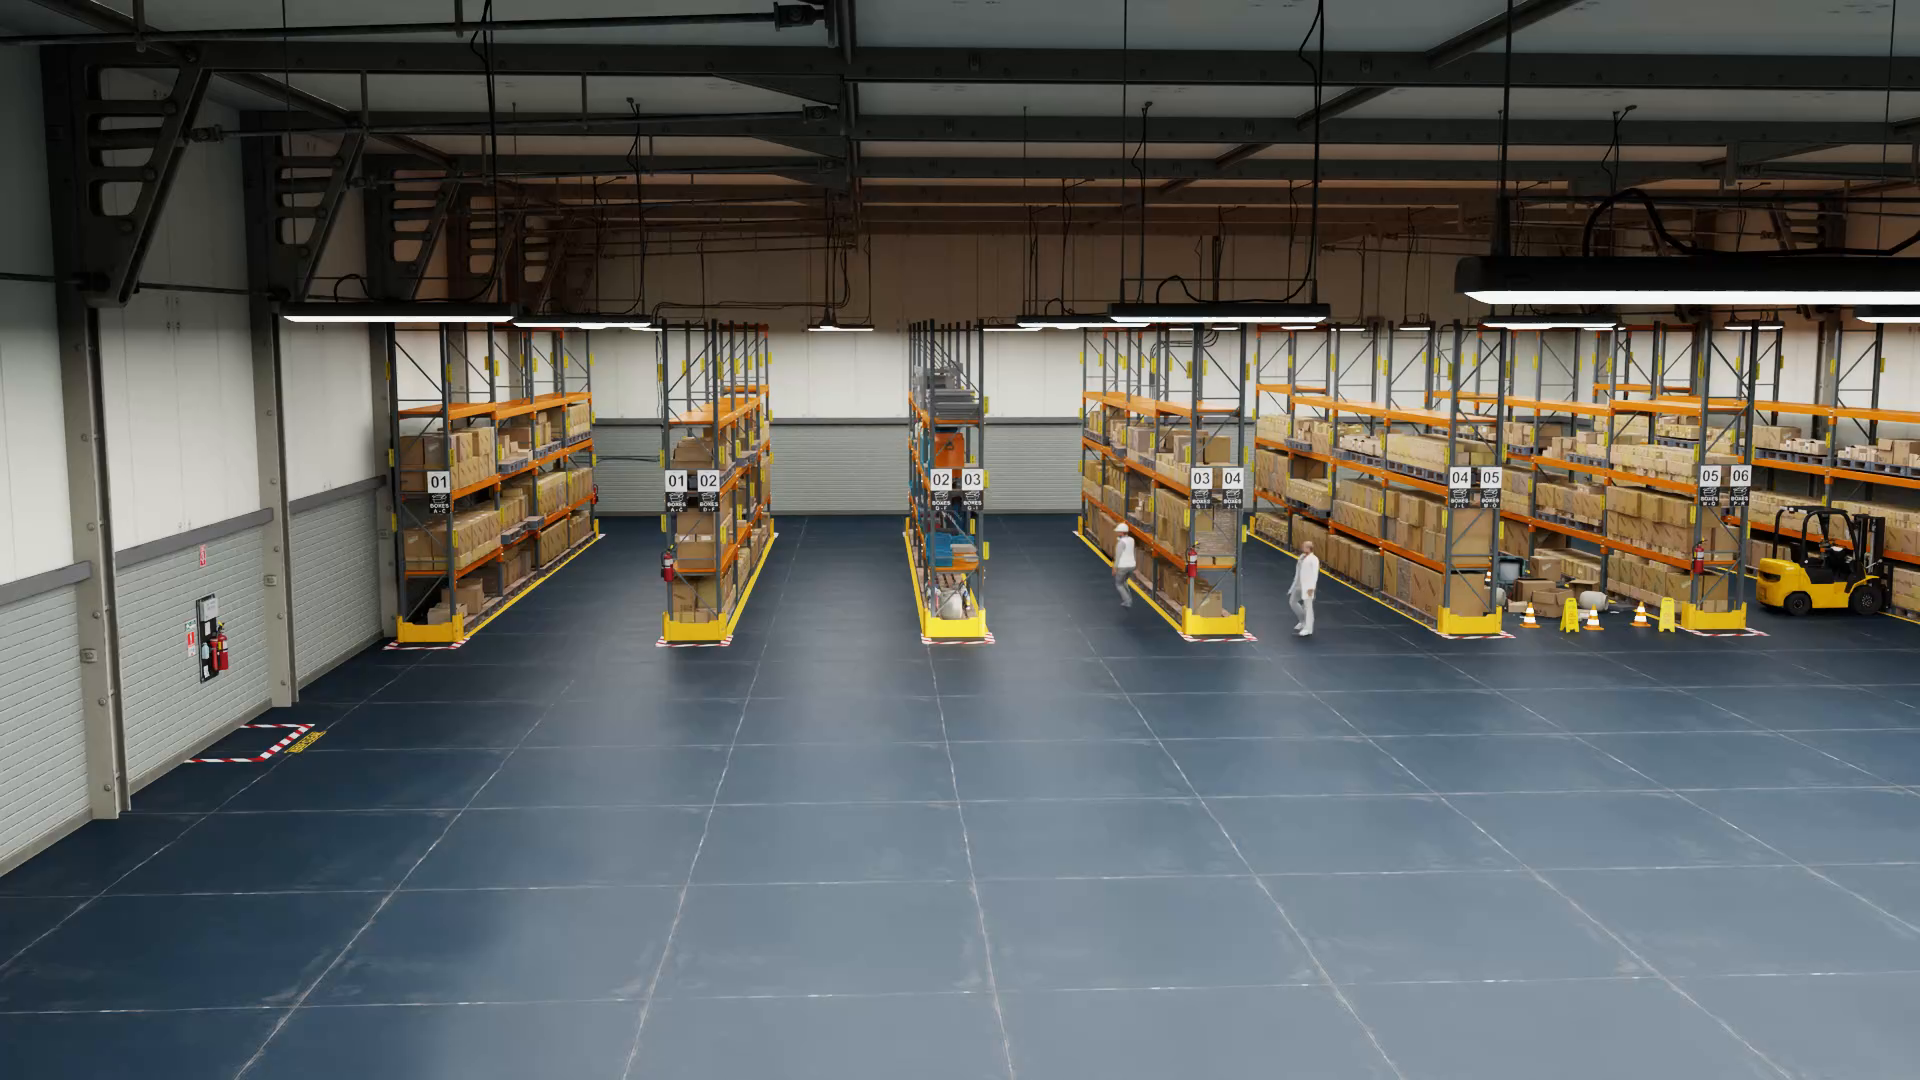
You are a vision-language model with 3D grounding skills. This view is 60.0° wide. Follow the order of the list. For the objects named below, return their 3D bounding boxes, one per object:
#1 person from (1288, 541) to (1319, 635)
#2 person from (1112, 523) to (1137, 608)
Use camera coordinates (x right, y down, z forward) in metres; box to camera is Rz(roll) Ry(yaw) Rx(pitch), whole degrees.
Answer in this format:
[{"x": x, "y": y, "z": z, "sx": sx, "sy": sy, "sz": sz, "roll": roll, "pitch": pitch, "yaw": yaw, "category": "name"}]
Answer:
[{"x": 6.598, "y": 0.900, "z": 31.865, "sx": 0.583, "sy": 1.779, "sz": 0.656, "roll": -5, "pitch": 8, "yaw": -33, "category": "person"}, {"x": 3.290, "y": 0.542, "z": 33.378, "sx": 0.561, "sy": 1.776, "sz": 0.559, "roll": -5, "pitch": 9, "yaw": -37, "category": "person"}]
